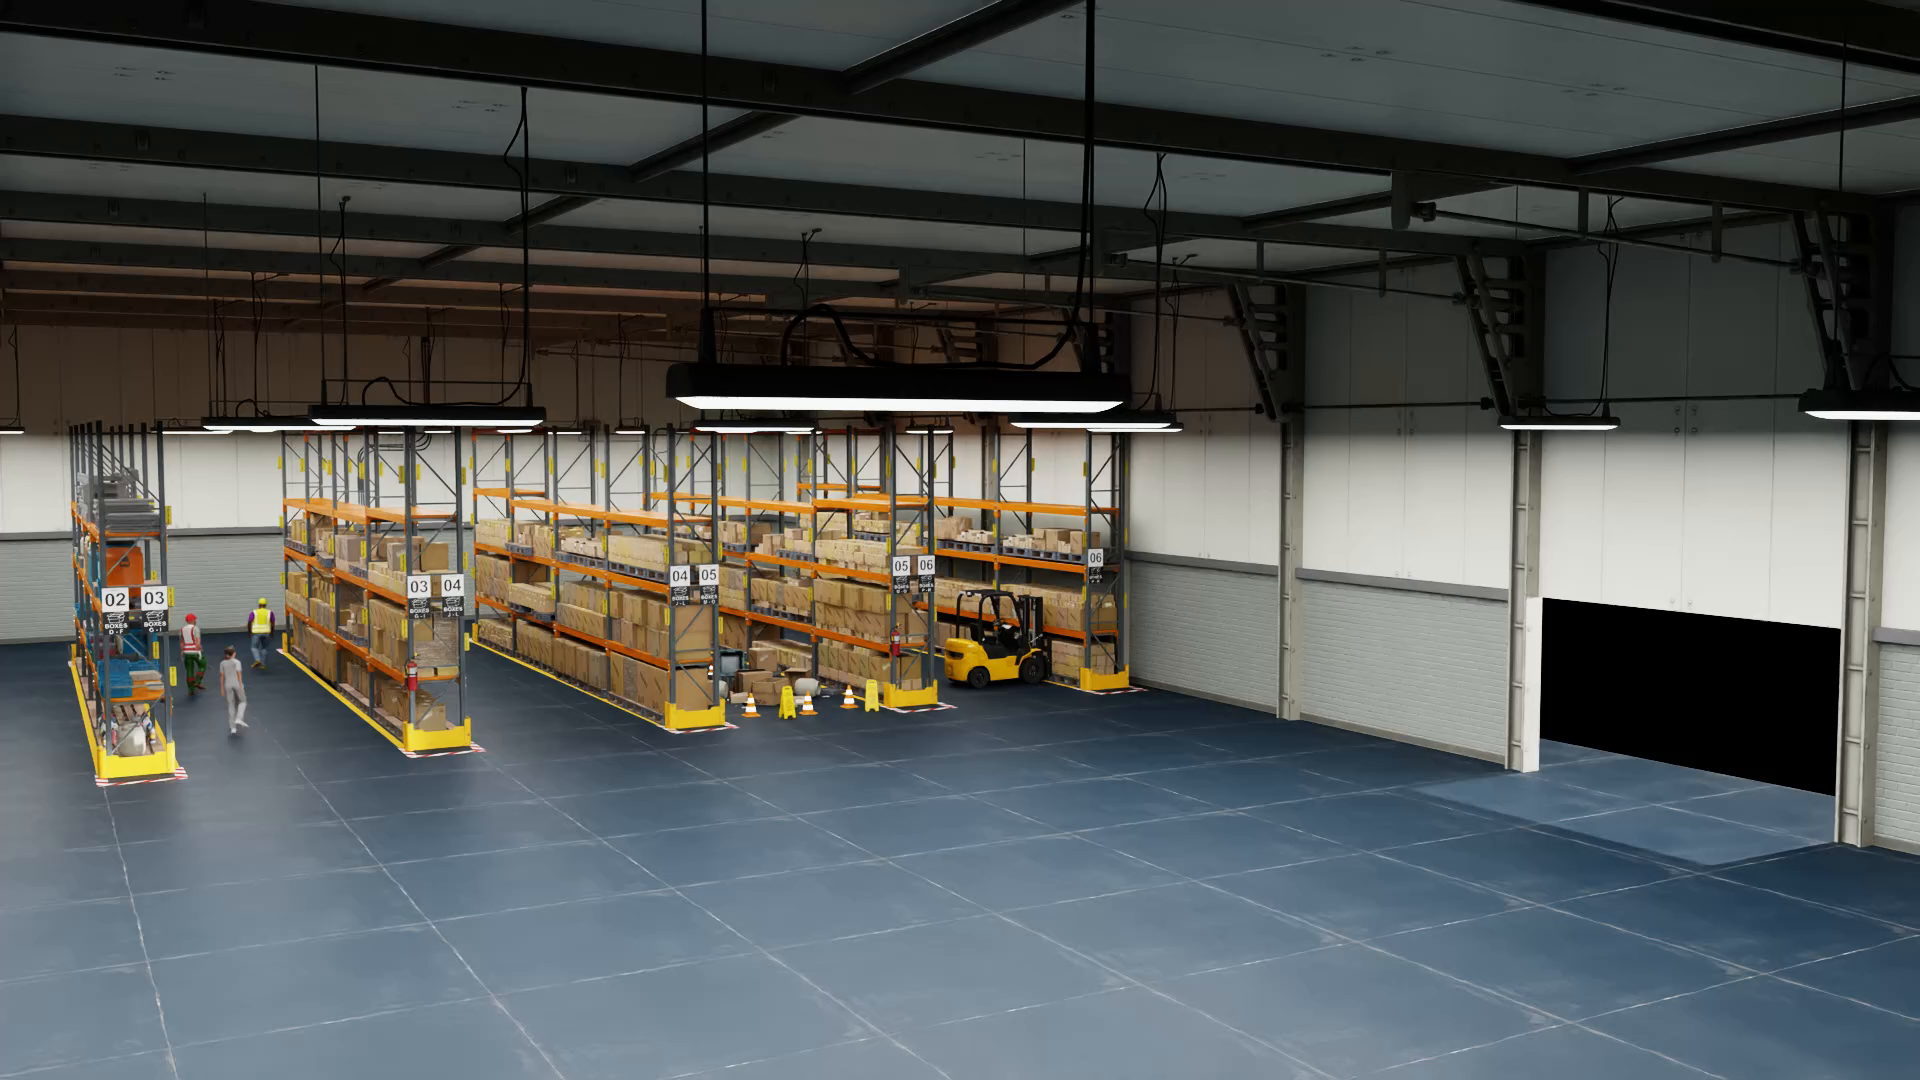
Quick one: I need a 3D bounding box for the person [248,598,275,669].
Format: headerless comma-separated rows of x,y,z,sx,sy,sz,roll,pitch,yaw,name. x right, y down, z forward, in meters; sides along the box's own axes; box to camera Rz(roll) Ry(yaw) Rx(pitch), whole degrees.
-17.237,2.322,41.055,0.629,1.736,0.700,-2,4,-28,person

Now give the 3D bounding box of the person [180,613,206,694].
-17.137,2.530,37.104,0.557,1.776,0.478,-1,4,-9,person

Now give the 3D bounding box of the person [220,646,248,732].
-14.117,2.886,32.302,0.496,1.658,0.457,-1,4,-16,person
